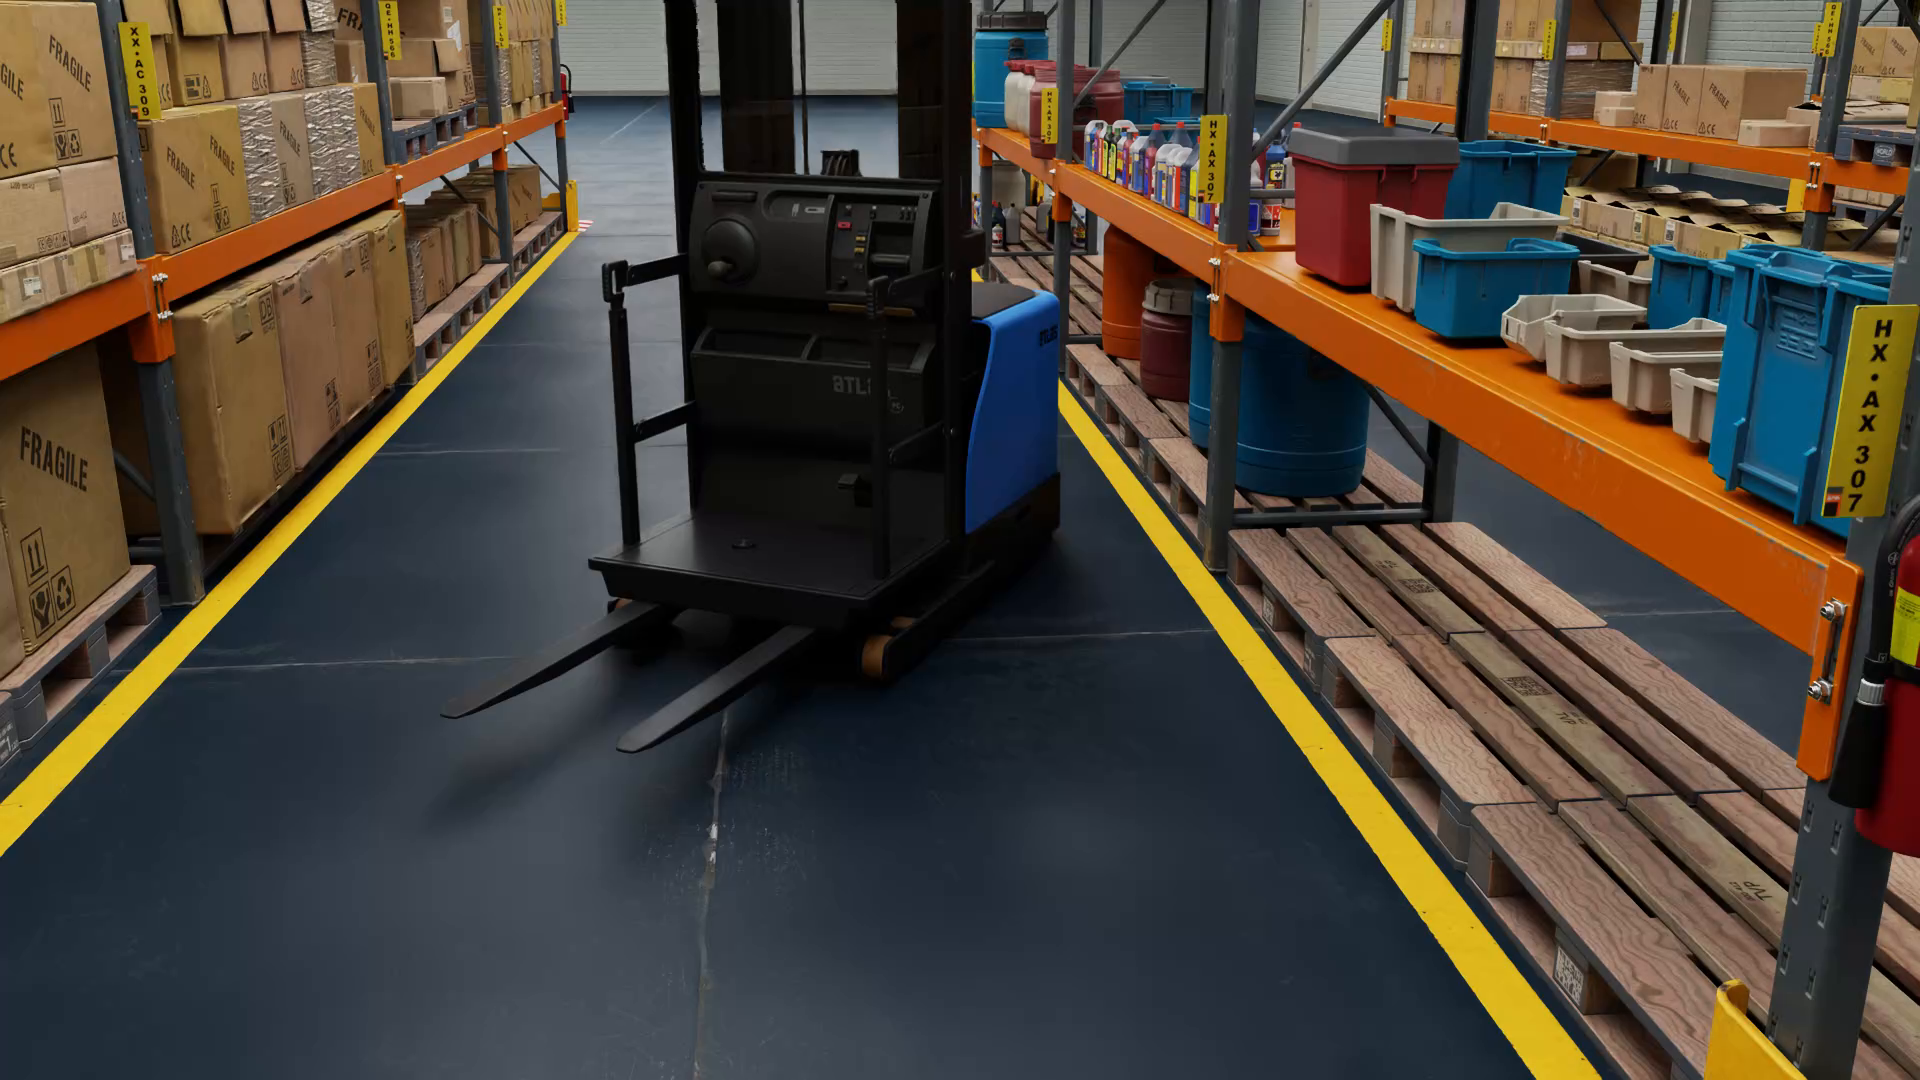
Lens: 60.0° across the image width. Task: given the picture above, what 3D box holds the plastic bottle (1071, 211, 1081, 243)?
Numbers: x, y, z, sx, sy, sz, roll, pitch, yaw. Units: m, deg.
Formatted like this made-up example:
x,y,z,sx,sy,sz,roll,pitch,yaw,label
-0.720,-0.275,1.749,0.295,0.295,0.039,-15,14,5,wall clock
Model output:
x,y,z,sx,sy,sz,roll,pitch,yaw,label
1.021,-2.825,14.980,0.152,0.276,0.135,-1,17,-4,plastic bottle

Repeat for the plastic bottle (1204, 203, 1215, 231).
x,y,z,sx,sy,sz,roll,pitch,yaw,label
1.072,-1.446,6.971,0.061,0.283,0.133,-2,18,-6,plastic bottle

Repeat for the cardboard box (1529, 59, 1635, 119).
x,y,z,sx,sy,sz,roll,pitch,yaw,label
5.554,-4.042,14.877,0.700,0.500,0.500,-2,18,-7,cardboard box

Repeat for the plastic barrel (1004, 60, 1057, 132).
x,y,z,sx,sy,sz,roll,pitch,yaw,label
0.559,-3.483,13.038,0.433,0.535,0.433,0,17,0,plastic barrel

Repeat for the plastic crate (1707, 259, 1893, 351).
x,y,z,sx,sy,sz,roll,pitch,yaw,label
2.082,-0.560,4.132,0.416,0.233,0.300,-2,18,-6,plastic crate

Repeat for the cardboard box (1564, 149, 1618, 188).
x,y,z,sx,sy,sz,roll,pitch,yaw,label
5.810,-3.405,15.653,0.500,0.500,0.500,-2,18,-6,cardboard box

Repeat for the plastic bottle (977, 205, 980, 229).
x,y,z,sx,sy,sz,roll,pitch,yaw,label
0.210,-3.068,15.763,0.097,0.271,0.097,0,17,0,plastic bottle

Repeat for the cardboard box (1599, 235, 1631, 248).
x,y,z,sx,sy,sz,roll,pitch,yaw,label
5.509,-2.316,13.437,0.500,0.250,0.500,-2,18,-7,cardboard box

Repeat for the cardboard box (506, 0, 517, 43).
x,y,z,sx,sy,sz,roll,pitch,yaw,label
-4.095,-4.515,14.217,0.500,0.500,0.500,-2,18,-6,cardboard box

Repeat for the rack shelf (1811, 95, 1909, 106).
x,y,z,sx,sy,sz,roll,pitch,yaw,label
10.326,-4.269,16.968,1.077,0.370,4.000,-2,18,-6,rack shelf

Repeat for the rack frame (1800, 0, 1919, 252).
x,y,z,sx,sy,sz,roll,pitch,yaw,label
6.018,-2.671,10.676,1.000,3.000,0.127,-2,18,-6,rack frame

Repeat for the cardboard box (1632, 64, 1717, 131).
x,y,z,sx,sy,sz,roll,pitch,yaw,label
5.723,-3.524,13.226,0.500,0.500,0.500,-1,17,-2,cardboard box

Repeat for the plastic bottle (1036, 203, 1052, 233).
x,y,z,sx,sy,sz,roll,pitch,yaw,label
0.800,-3.045,15.681,0.152,0.276,0.135,-2,18,-6,plastic bottle

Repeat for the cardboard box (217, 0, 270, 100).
x,y,z,sx,sy,sz,roll,pitch,yaw,label
-3.636,-2.280,7.589,0.797,0.503,0.637,-1,17,-4,cardboard box

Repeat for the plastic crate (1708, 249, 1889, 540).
x,y,z,sx,sy,sz,roll,pitch,yaw,label
1.696,-0.275,2.885,0.616,0.435,0.499,-2,18,-6,plastic crate

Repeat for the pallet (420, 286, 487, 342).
x,y,z,sx,sy,sz,roll,pitch,yaw,label
-4.037,-1.631,12.019,1.003,0.211,1.213,-2,18,-6,pallet

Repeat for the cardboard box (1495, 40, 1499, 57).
x,y,z,sx,sy,sz,roll,pitch,yaw,label
5.235,-4.672,15.802,0.380,0.149,0.250,-1,17,-4,cardboard box

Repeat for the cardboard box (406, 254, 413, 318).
x,y,z,sx,sy,sz,roll,pitch,yaw,label
-3.924,-1.582,10.647,0.700,0.500,0.500,-3,18,-9,cardboard box

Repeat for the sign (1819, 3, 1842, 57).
x,y,z,sx,sy,sz,roll,pitch,yaw,label
5.467,-3.205,10.444,0.100,0.325,0.005,-2,18,-6,sign

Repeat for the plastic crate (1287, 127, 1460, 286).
x,y,z,sx,sy,sz,roll,pitch,yaw,label
1.346,-1.112,5.505,0.402,0.464,0.583,-2,18,-6,plastic crate

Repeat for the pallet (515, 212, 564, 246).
x,y,z,sx,sy,sz,roll,pitch,yaw,label
-4.604,-3.153,16.867,1.003,0.211,1.213,-2,18,-6,pallet

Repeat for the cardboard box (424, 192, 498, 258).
x,y,z,sx,sy,sz,roll,pitch,yaw,label
-4.249,-2.686,14.195,0.500,0.500,0.500,-2,18,-7,cardboard box

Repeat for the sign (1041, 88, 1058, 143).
x,y,z,sx,sy,sz,roll,pitch,yaw,label
0.545,-2.577,10.107,0.100,0.325,0.005,-2,18,-6,sign

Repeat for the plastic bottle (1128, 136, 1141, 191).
x,y,z,sx,sy,sz,roll,pitch,yaw,label
0.918,-1.939,8.560,0.097,0.271,0.097,0,17,0,plastic bottle

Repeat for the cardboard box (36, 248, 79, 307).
x,y,z,sx,sy,sz,roll,pitch,yaw,label
-3.012,-0.820,5.201,0.380,0.149,0.250,-2,18,-7,cardboard box

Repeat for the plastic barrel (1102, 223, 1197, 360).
x,y,z,sx,sy,sz,roll,pitch,yaw,label
1.159,-1.538,9.991,0.600,0.830,0.708,-2,18,-6,plastic barrel

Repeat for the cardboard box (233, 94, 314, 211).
x,y,z,sx,sy,sz,roll,pitch,yaw,label
-3.384,-1.819,7.796,0.500,0.500,0.500,-1,17,-5,cardboard box

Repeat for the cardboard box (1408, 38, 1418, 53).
x,y,z,sx,sy,sz,roll,pitch,yaw,label
5.020,-5.288,17.762,0.380,0.149,0.250,-2,18,-6,cardboard box

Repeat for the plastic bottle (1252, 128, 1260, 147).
x,y,z,sx,sy,sz,roll,pitch,yaw,label
1.615,-2.130,9.169,0.097,0.271,0.097,0,17,0,plastic bottle

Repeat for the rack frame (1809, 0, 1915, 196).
x,y,z,sx,sy,sz,roll,pitch,yaw,label
10.120,-5.208,18.759,1.000,3.000,0.127,-2,18,-6,rack frame

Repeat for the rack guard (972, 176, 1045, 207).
x,y,z,sx,sy,sz,roll,pitch,yaw,label
0.321,-3.688,18.091,1.175,0.500,0.348,-2,18,-6,rack guard

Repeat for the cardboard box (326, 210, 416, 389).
x,y,z,sx,sy,sz,roll,pitch,yaw,label
-3.785,-1.346,9.303,1.225,0.875,0.875,-3,18,-8,cardboard box

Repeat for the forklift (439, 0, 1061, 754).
x,y,z,sx,sy,sz,roll,pitch,yaw,label
-0.614,-1.059,5.656,1.130,2.935,3.031,7,19,22,forklift

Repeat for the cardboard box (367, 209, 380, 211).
x,y,z,sx,sy,sz,roll,pitch,yaw,label
-3.934,-1.939,10.533,0.500,0.250,0.500,-1,17,-3,cardboard box

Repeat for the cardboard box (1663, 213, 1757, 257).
x,y,z,sx,sy,sz,roll,pitch,yaw,label
5.610,-2.280,12.385,0.500,0.311,0.500,-2,18,-6,cardboard box

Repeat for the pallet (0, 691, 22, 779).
x,y,z,sx,sy,sz,roll,pitch,yaw,label
-3.293,0.750,4.436,1.003,0.211,1.213,-2,18,-6,pallet

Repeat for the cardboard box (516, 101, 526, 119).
x,y,z,sx,sy,sz,roll,pitch,yaw,label
-4.057,-3.809,14.722,0.380,0.149,0.250,-2,18,-6,cardboard box

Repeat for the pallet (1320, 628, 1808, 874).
x,y,z,sx,sy,sz,roll,pitch,yaw,label
1.747,0.586,4.959,1.003,0.211,1.213,-2,18,-6,pallet

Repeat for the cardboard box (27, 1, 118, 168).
x,y,z,sx,sy,sz,roll,pitch,yaw,label
-3.109,-1.473,5.364,0.500,0.500,0.500,-1,17,-4,cardboard box

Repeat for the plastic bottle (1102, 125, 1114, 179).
x,y,z,sx,sy,sz,roll,pitch,yaw,label
0.830,-2.145,9.196,0.061,0.283,0.133,-2,18,-6,plastic bottle

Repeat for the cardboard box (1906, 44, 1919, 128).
x,y,z,sx,sy,sz,roll,pitch,yaw,label
6.195,-2.734,10.011,0.700,0.500,0.500,-8,19,-24,cardboard box

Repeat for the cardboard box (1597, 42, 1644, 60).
x,y,z,sx,sy,sz,roll,pitch,yaw,label
5.771,-4.306,14.634,0.380,0.149,0.250,-2,18,-6,cardboard box

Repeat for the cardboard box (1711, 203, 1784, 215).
x,y,z,sx,sy,sz,roll,pitch,yaw,label
6.090,-2.453,12.936,0.500,0.311,0.500,-2,18,-6,cardboard box

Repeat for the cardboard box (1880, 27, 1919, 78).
x,y,z,sx,sy,sz,roll,pitch,yaw,label
9.959,-5.051,17.222,0.500,0.500,0.500,-2,18,-7,cardboard box

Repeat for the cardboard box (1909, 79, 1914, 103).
x,y,z,sx,sy,sz,roll,pitch,yaw,label
10.019,-4.534,16.828,0.500,0.250,0.500,-2,18,-5,cardboard box

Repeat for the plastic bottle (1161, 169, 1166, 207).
x,y,z,sx,sy,sz,roll,pitch,yaw,label
0.999,-1.672,7.828,0.097,0.201,0.097,0,17,0,plastic bottle

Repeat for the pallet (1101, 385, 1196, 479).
x,y,z,sx,sy,sz,roll,pitch,yaw,label
1.337,-0.592,8.710,1.003,0.211,1.213,-2,18,-6,pallet

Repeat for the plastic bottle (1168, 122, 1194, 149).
x,y,z,sx,sy,sz,roll,pitch,yaw,label
1.107,-1.940,8.431,0.144,0.351,0.185,-2,18,-6,plastic bottle

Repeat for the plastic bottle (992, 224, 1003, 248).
x,y,z,sx,sy,sz,roll,pitch,yaw,label
0.331,-2.684,14.655,0.097,0.201,0.097,0,17,0,plastic bottle

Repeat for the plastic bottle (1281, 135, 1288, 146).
x,y,z,sx,sy,sz,roll,pitch,yaw,label
1.647,-1.918,8.475,0.061,0.283,0.133,-2,18,-6,plastic bottle

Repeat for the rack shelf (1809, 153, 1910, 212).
x,y,z,sx,sy,sz,roll,pitch,yaw,label
6.225,-1.731,8.885,1.077,0.370,4.000,-2,18,-6,rack shelf

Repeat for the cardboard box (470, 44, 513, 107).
x,y,z,sx,sy,sz,roll,pitch,yaw,label
-4.233,-3.883,13.874,0.875,0.500,0.500,-2,18,-6,cardboard box

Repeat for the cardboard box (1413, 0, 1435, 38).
x,y,z,sx,sy,sz,roll,pitch,yaw,label
5.234,-5.565,17.564,0.700,0.500,0.500,-2,18,-5,cardboard box
